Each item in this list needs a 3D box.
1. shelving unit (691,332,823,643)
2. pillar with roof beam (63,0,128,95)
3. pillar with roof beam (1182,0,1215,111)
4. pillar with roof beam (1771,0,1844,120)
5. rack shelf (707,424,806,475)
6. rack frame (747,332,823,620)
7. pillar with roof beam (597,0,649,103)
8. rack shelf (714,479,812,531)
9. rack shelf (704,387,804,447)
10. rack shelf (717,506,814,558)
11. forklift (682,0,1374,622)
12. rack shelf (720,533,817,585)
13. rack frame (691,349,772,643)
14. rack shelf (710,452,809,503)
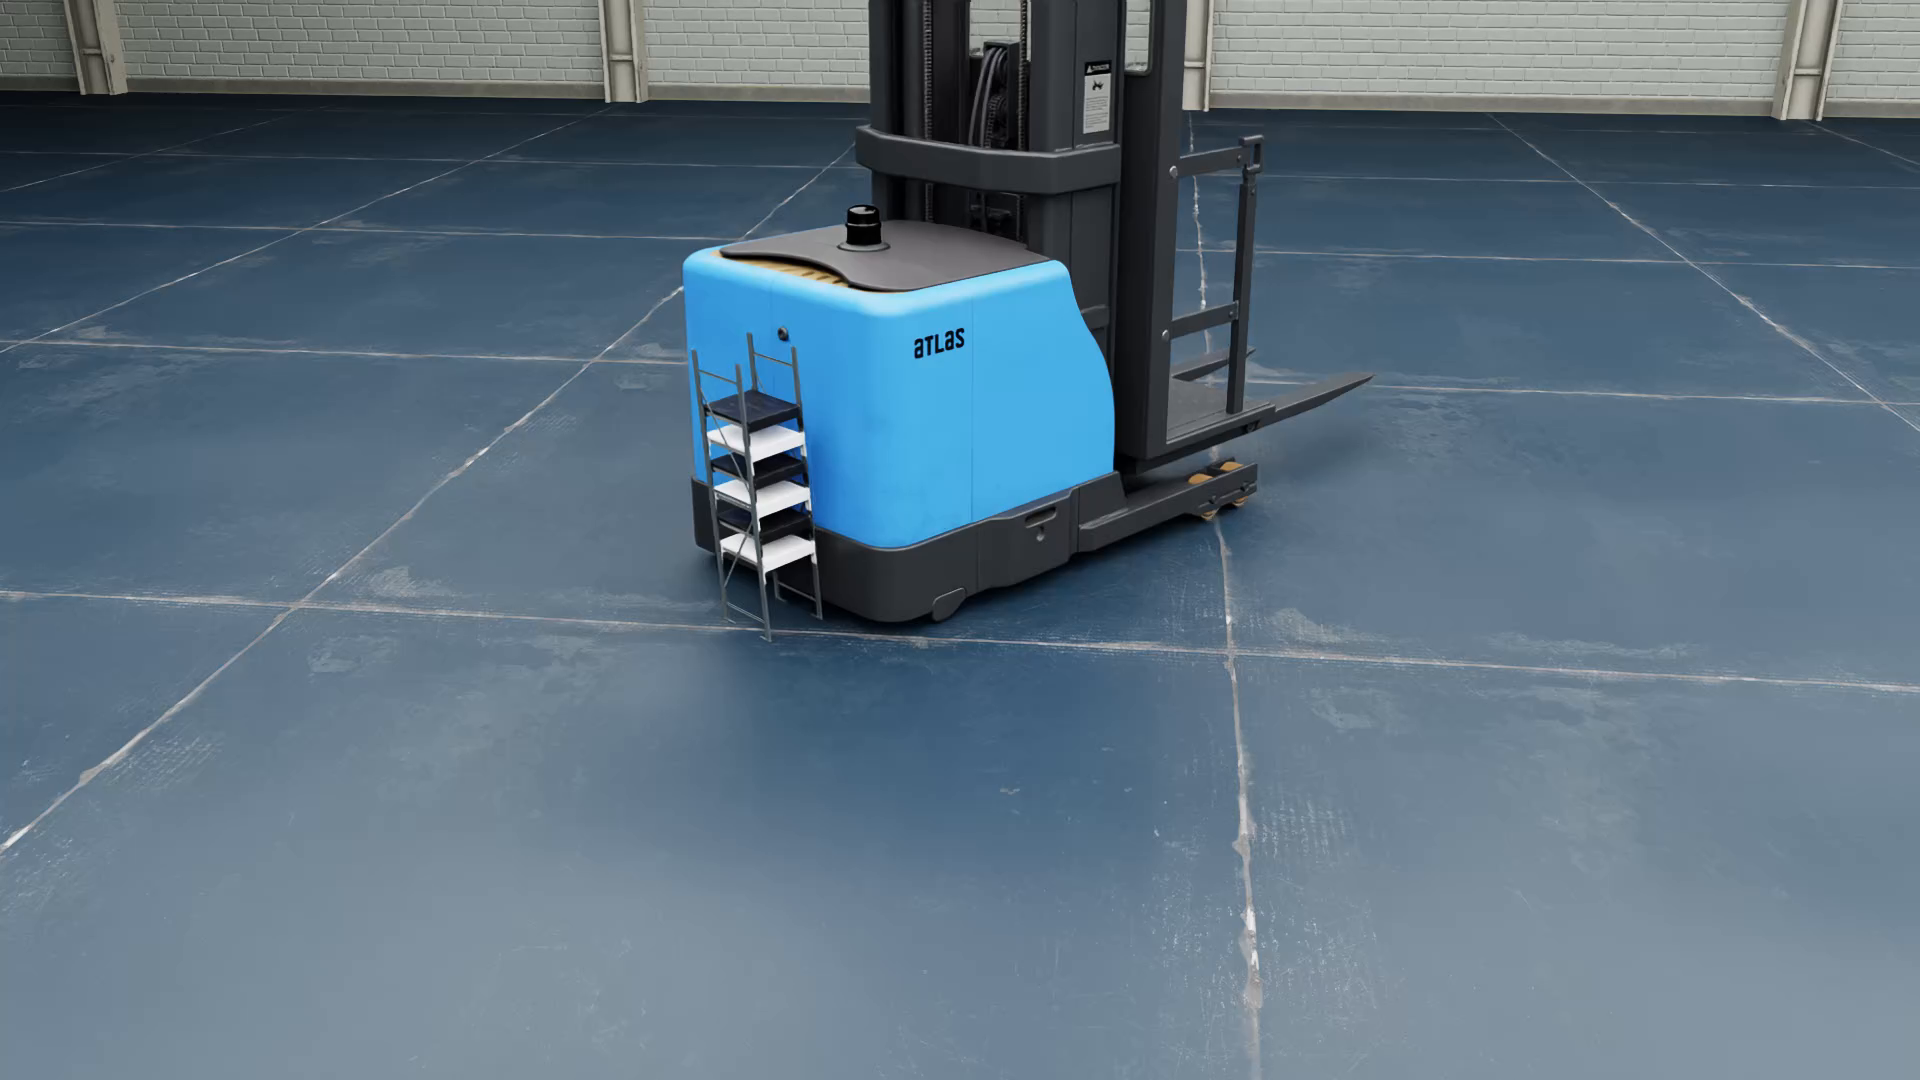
[{"bbox_3d":[-0.616,-0.157,5.096,0.210,0.900,0.258,-23,31,-37],"label":"shelving unit"},{"bbox_3d":[-10.046,-7.601,12.926,0.400,9.000,9.100,2,22,6],"label":"pillar with roof beam"},{"bbox_3d":[1.871,-7.082,11.613,0.400,9.000,9.100,2,22,6],"label":"pillar with roof beam"},{"bbox_3d":[7.829,-6.822,10.956,0.400,9.000,9.100,2,22,6],"label":"pillar with roof beam"},{"bbox_3d":[-0.623,-0.291,5.035,0.200,0.077,0.258,-23,31,-37],"label":"rack shelf"},{"bbox_3d":[-0.541,-0.189,5.157,0.006,0.900,0.240,-23,31,-37],"label":"rack frame"},{"bbox_3d":[-4.087,-7.341,12.269,0.400,9.000,9.100,2,22,6],"label":"pillar with roof beam"},{"bbox_3d":[-0.614,-0.127,5.109,0.200,0.077,0.258,-23,31,-37],"label":"rack shelf"},{"bbox_3d":[-0.628,-0.372,4.998,0.200,0.077,0.258,-23,31,-37],"label":"rack shelf"},{"bbox_3d":[-0.609,-0.045,5.146,0.200,0.077,0.258,-23,31,-37],"label":"rack shelf"},{"bbox_3d":[0.478,-1.558,5.894,1.130,2.935,3.031,20,29,41],"label":"forklift"},{"bbox_3d":[-0.604,0.037,5.183,0.200,0.077,0.258,-23,31,-37],"label":"rack shelf"},{"bbox_3d":[-0.690,-0.125,5.034,0.006,0.900,0.240,-23,31,-37],"label":"rack frame"},{"bbox_3d":[-0.618,-0.209,5.072,0.200,0.077,0.258,-23,31,-37],"label":"rack shelf"}]
